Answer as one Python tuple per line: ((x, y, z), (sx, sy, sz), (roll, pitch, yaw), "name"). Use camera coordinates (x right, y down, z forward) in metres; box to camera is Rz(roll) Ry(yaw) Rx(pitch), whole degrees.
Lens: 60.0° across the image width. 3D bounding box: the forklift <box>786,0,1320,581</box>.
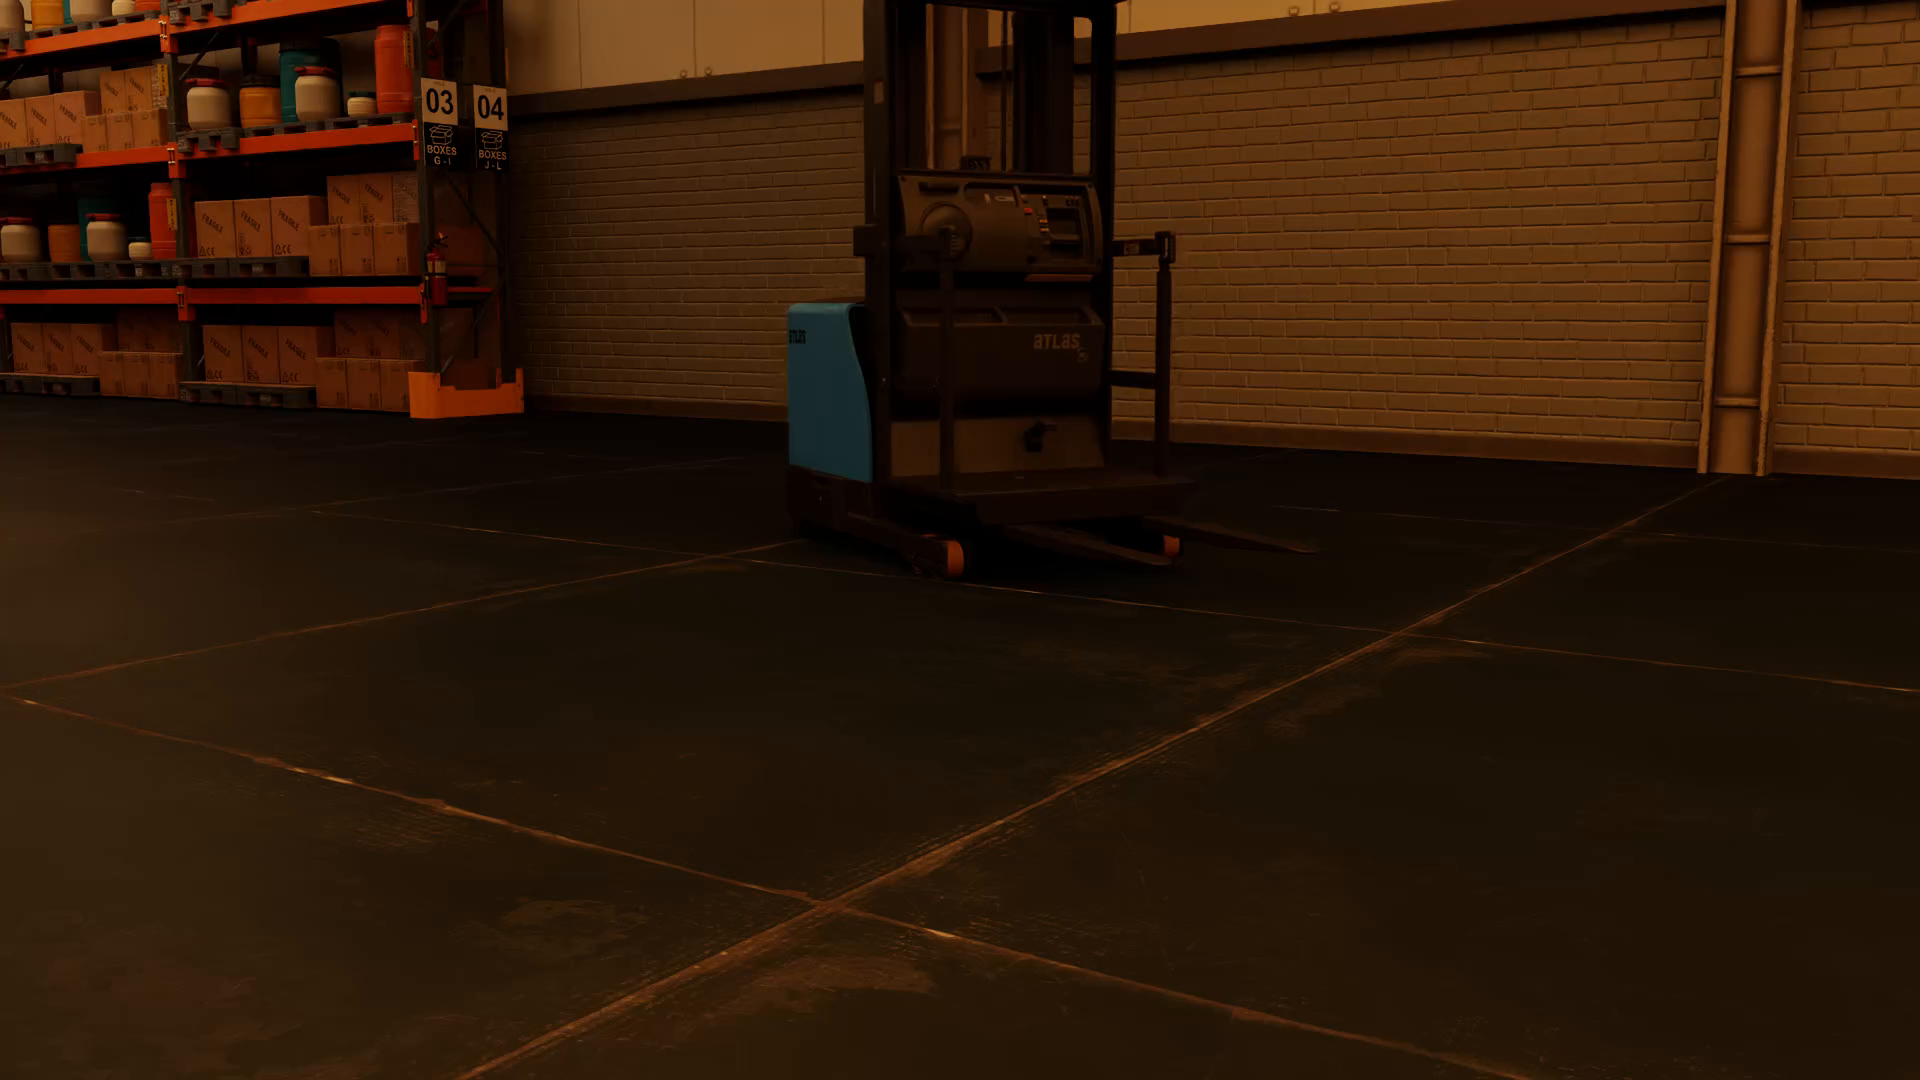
((0.273, -1.360, 6.760), (1.130, 2.935, 3.031), (-4, 9, -26), "forklift")
